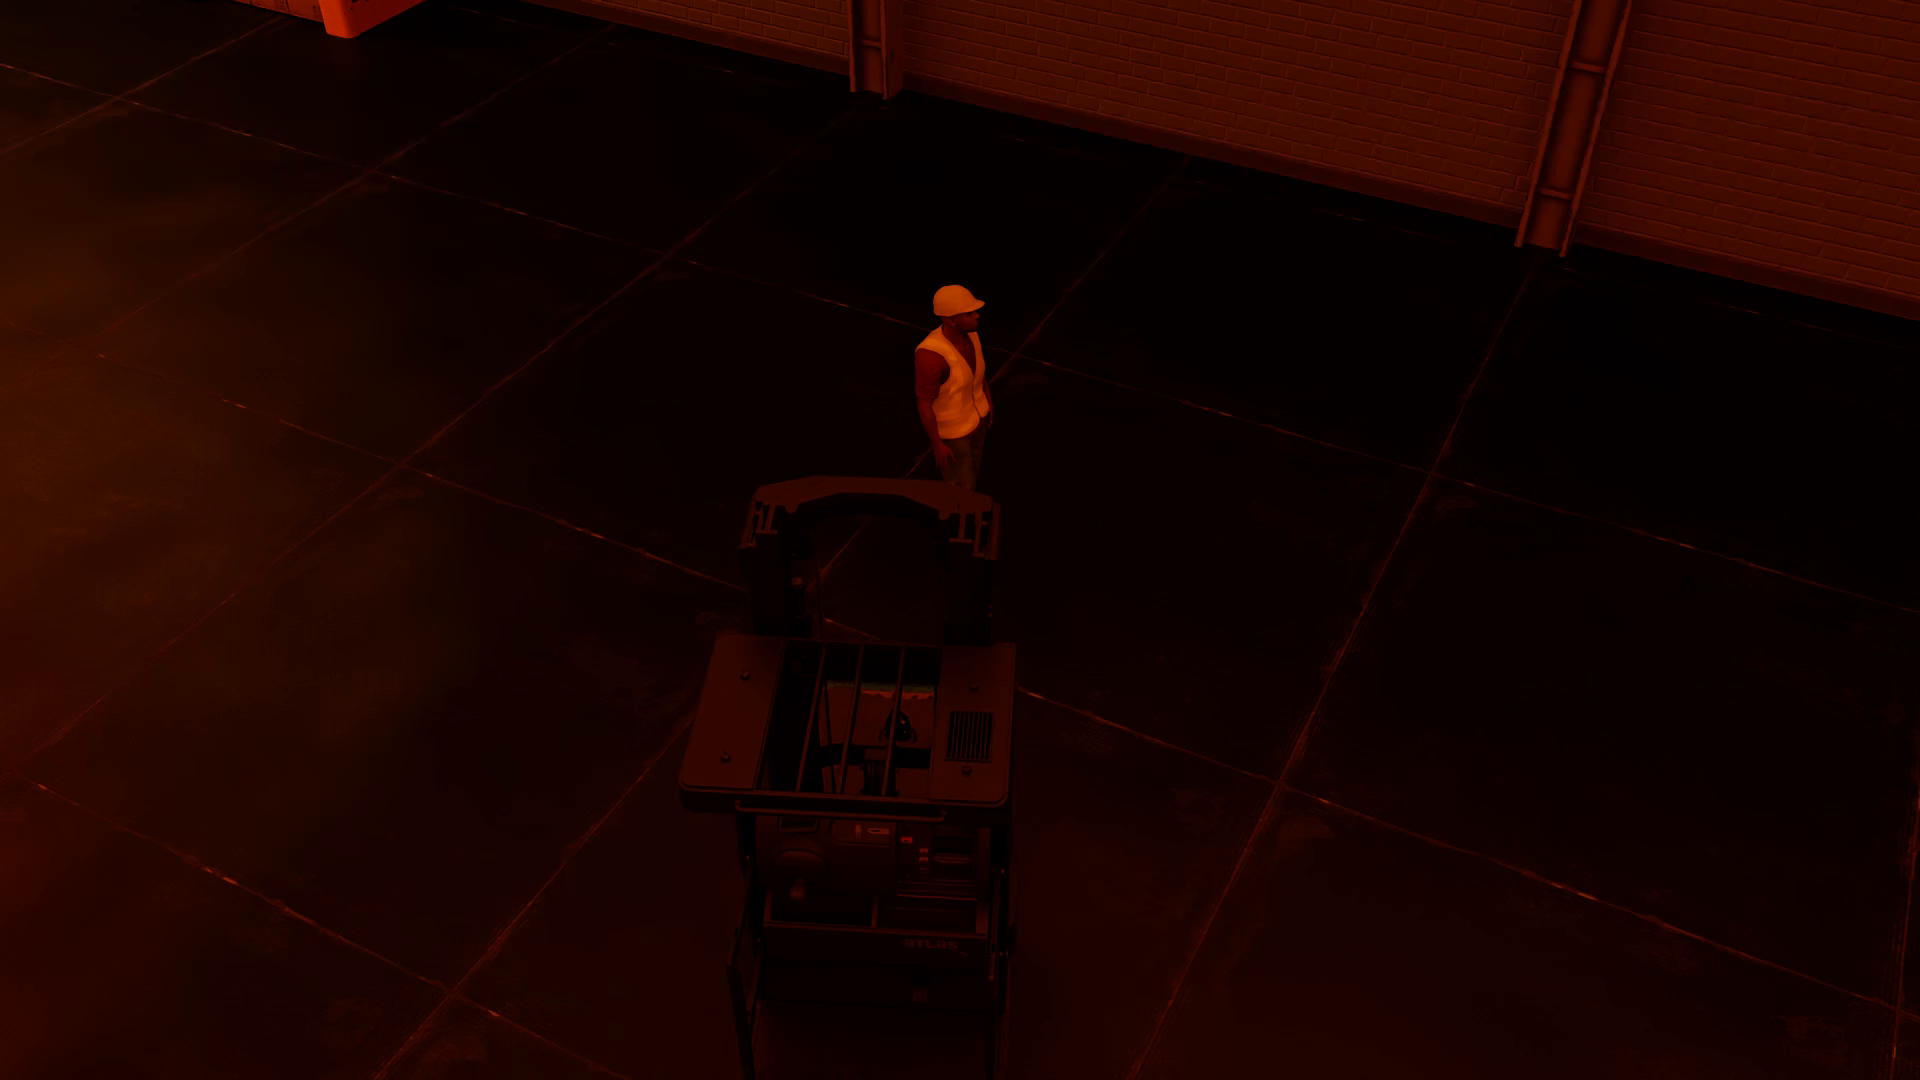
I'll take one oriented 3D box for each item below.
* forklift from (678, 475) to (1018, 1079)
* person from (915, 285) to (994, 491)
[{"bbox_3d":[-0.357,1.327,6.411,1.130,2.935,3.031,3,40,3],"label":"forklift"},{"bbox_3d":[0.060,-0.657,9.660,0.575,1.768,0.665,18,43,21],"label":"person"}]
